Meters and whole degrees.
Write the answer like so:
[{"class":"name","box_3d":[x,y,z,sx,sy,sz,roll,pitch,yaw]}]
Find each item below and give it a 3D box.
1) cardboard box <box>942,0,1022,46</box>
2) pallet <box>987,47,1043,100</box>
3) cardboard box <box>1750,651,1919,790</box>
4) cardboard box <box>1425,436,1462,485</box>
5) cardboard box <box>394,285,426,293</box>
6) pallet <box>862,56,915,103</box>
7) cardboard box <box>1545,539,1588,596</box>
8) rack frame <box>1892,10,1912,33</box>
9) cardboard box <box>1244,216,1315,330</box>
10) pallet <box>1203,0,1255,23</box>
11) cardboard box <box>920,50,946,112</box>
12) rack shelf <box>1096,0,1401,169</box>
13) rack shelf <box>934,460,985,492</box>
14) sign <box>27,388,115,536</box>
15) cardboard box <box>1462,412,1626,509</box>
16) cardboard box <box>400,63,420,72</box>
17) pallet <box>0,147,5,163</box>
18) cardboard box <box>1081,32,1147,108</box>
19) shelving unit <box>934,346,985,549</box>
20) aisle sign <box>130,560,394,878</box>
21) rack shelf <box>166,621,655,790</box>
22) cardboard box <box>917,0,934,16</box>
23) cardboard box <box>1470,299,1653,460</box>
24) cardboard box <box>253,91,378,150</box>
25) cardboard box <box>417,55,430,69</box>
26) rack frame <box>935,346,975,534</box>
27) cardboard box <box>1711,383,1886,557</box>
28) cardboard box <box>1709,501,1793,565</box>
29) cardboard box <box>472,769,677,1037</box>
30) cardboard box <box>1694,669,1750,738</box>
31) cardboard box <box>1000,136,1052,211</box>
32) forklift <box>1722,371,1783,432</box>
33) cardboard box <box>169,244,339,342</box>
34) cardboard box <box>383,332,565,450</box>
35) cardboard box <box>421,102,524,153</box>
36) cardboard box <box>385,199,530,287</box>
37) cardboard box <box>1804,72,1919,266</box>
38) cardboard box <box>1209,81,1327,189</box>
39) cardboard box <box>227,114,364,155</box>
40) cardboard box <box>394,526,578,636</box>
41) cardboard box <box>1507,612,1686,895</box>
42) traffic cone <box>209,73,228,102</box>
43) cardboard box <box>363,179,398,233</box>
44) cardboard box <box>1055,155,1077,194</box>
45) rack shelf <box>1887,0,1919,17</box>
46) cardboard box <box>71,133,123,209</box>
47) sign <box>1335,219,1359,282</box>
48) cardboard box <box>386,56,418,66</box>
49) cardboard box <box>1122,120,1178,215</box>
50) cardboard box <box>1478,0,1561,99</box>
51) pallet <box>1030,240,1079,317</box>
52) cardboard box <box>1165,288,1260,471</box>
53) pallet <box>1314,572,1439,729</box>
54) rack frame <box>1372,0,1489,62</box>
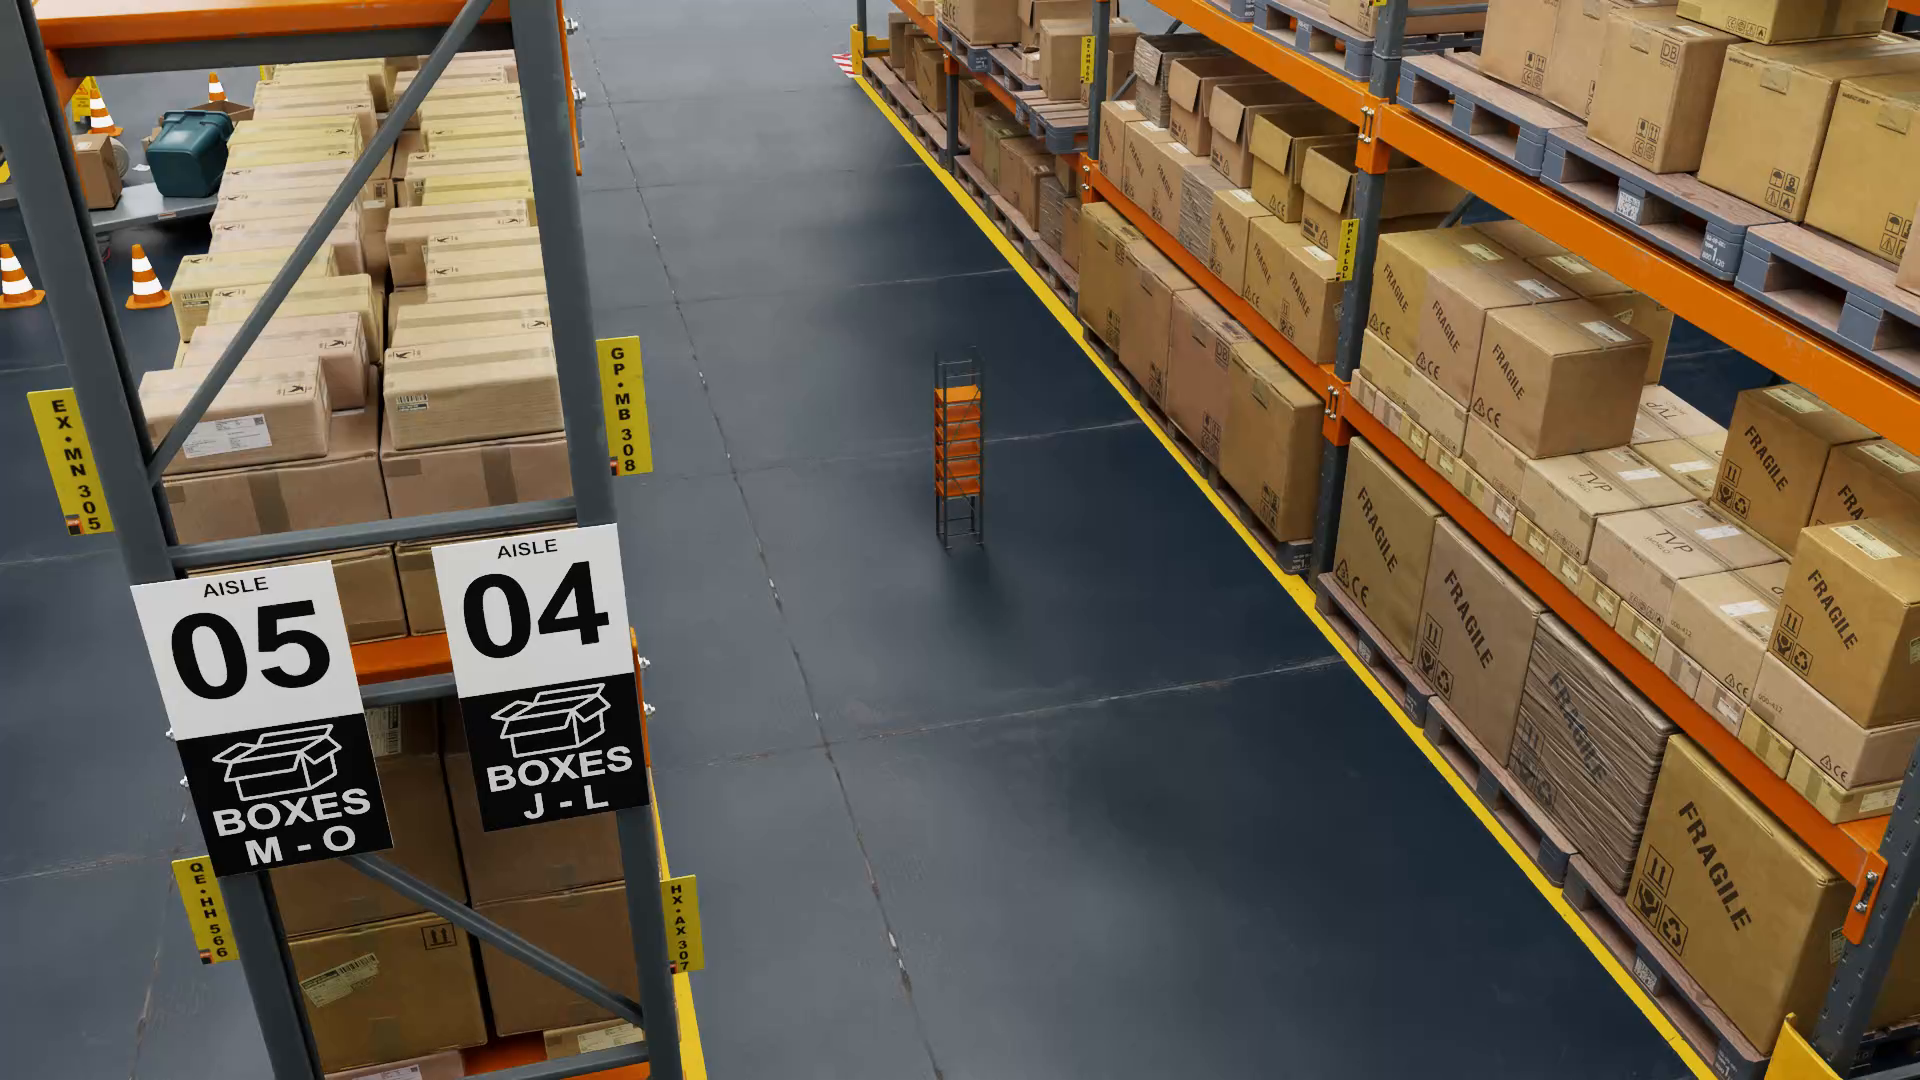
[{"class":"cardboard box","box_3d":[0.444,-4.984,14.580,1.000,1.000,1.000,-8,31,-13]},{"class":"pallet","box_3d":[0.865,-3.881,13.884,1.003,0.211,1.213,-8,31,-13]},{"class":"cardboard box","box_3d":[3.168,0.588,5.824,0.500,0.250,0.500,-8,31,-14]},{"class":"cardboard box","box_3d":[2.461,-0.405,7.937,0.380,0.149,0.250,-9,31,-15]},{"class":"cardboard box","box_3d":[-1.384,-0.733,4.909,0.500,0.250,0.500,-7,31,-13]},{"class":"pallet","box_3d":[-0.492,-5.237,18.818,1.003,0.211,1.213,-8,31,-13]},{"class":"cardboard box","box_3d":[2.735,0.093,7.078,0.380,0.149,0.250,-7,31,-12]},{"class":"rack frame","box_3d":[9.920,-6.261,17.803,1.000,3.000,0.127,-8,31,-13]},{"class":"cardboard box","box_3d":[1.979,-1.554,9.572,0.500,0.500,0.500,-7,31,-12]},{"class":"pallet","box_3d":[1.951,-3.386,10.031,1.003,0.211,1.213,-6,31,-11]},{"class":"cardboard box","box_3d":[-0.100,-4.809,17.371,0.500,0.500,0.500,-11,32,-18]},{"class":"rack shelf","box_3d":[1.960,-3.034,9.953,1.077,0.370,4.000,-8,31,-13]},{"class":"rack shelf","box_3d":[-0.004,-0.384,9.775,0.258,0.103,0.180,-8,31,-13]},{"class":"sign","box_3d":[-1.796,-0.156,3.379,0.100,0.325,0.005,-8,31,-13]},{"class":"cardboard box","box_3d":[2.633,-0.393,7.519,0.500,0.250,0.500,-7,31,-12]},{"class":"cardboard box","box_3d":[-1.950,-1.731,6.634,0.500,0.250,0.500,-9,31,-16]},{"class":"pallet","box_3d":[-10.047,-3.919,16.541,1.003,0.211,1.213,-8,31,-13]},{"class":"cardboard box","box_3d":[1.248,-3.494,12.504,0.500,0.500,0.500,-12,32,-19]},{"class":"shelving unit","box_3d":[-0.004,-0.526,9.693,0.258,1.200,0.189,-8,31,-13]},{"class":"aisle sign","box_3d":[-1.526,0.411,3.681,0.394,0.787,0.004,-8,31,-13]},{"class":"rack shelf","box_3d":[-1.787,-0.492,5.560,1.077,0.370,4.000,-8,31,-13]},{"class":"cardboard box","box_3d":[-0.212,-5.258,16.322,0.380,0.149,0.250,-8,31,-13]},{"class":"cardboard box","box_3d":[2.638,-0.715,7.326,0.500,0.500,0.500,-9,31,-15]},{"class":"cardboard box","box_3d":[-2.199,-1.417,5.693,0.380,0.149,0.250,-9,31,-15]},{"class":"cardboard box","box_3d":[-1.891,-1.852,6.445,0.380,0.149,0.250,-7,31,-12]},{"class":"rack frame","box_3d":[-0.028,-0.570,9.769,0.240,1.200,0.006,-8,31,-13]},{"class":"cardboard box","box_3d":[3.410,-0.297,6.603,0.500,0.500,0.500,-9,31,-15]},{"class":"cardboard box","box_3d":[3.411,0.025,6.796,0.500,0.250,0.500,-9,31,-15]},{"class":"cardboard box","box_3d":[-1.109,1.035,4.801,0.500,0.500,0.500,-6,31,-11]},{"class":"cardboard box","box_3d":[3.004,0.584,6.229,0.380,0.149,0.250,-8,31,-13]},{"class":"cardboard box","box_3d":[0.767,-3.251,14.660,0.700,0.500,0.500,-11,32,-18]},{"class":"forklift","box_3d":[5.018,-1.042,8.856,1.130,2.935,3.031,-7,31,-12]},{"class":"cardboard box","box_3d":[-1.842,-0.652,4.371,0.380,0.149,0.250,-7,31,-12]},{"class":"cardboard box","box_3d":[-1.122,-0.348,3.846,0.380,0.149,0.250,-8,31,-14]},{"class":"cardboard box","box_3d":[-1.603,-1.357,5.590,0.380,0.149,0.250,-8,31,-14]},{"class":"cardboard box","box_3d":[-1.409,-0.842,4.700,0.380,0.149,0.250,-7,31,-12]},{"class":"cardboard box","box_3d":[3.330,-1.248,5.530,0.700,0.500,0.500,-9,31,-15]},{"class":"cardboard box","box_3d":[1.963,-2.497,10.200,0.797,0.503,0.637,-7,31,-12]},{"class":"cardboard box","box_3d":[-2.172,-1.279,5.455,0.380,0.149,0.250,-6,31,-11]},{"class":"cardboard box","box_3d":[-1.129,-0.023,4.182,0.500,0.250,0.500,-7,31,-12]},{"class":"cardboard box","box_3d":[3.064,0.850,7.220,0.875,0.875,0.875,-8,31,-13]},{"class":"traffic cone","box_3d":[-7.911,-4.737,17.704,0.336,0.463,0.334,-8,31,-13]},{"class":"cardboard box","box_3d":[-2.017,-0.917,5.228,0.500,0.250,0.500,-9,31,-15]},{"class":"cardboard box","box_3d":[1.072,-3.021,13.514,0.500,0.250,0.500,-4,30,-8]},{"class":"rack shelf","box_3d":[10.451,-4.983,16.315,1.077,0.370,4.000,-8,31,-13]},{"class":"cardboard box","box_3d":[-7.479,-3.125,14.125,0.500,0.500,0.500,-8,31,-13]},{"class":"sign","box_3d":[1.971,-1.472,8.452,0.100,0.325,0.005,-8,31,-13]},{"class":"cardboard box","box_3d":[-2.312,-2.192,7.260,0.700,0.500,0.500,-8,31,-13]},{"class":"cardboard box","box_3d":[1.435,-2.537,11.270,0.500,0.500,0.500,-9,31,-15]},{"class":"cardboard box","box_3d":[2.757,-2.278,7.309,0.700,0.500,0.500,-10,31,-16]},{"class":"pallet","box_3d":[1.223,-2.184,13.544,1.003,0.211,1.213,-8,31,-13]},{"class":"cardboard box","box_3d":[2.064,-1.082,10.557,1.225,0.875,0.875,-9,31,-15]},{"class":"pallet","box_3d":[2.617,0.503,8.901,1.003,0.211,1.213,-8,31,-13]},{"class":"rack frame","box_3d":[2.491,-3.678,7.352,1.000,3.000,0.127,-8,31,-13]}]
